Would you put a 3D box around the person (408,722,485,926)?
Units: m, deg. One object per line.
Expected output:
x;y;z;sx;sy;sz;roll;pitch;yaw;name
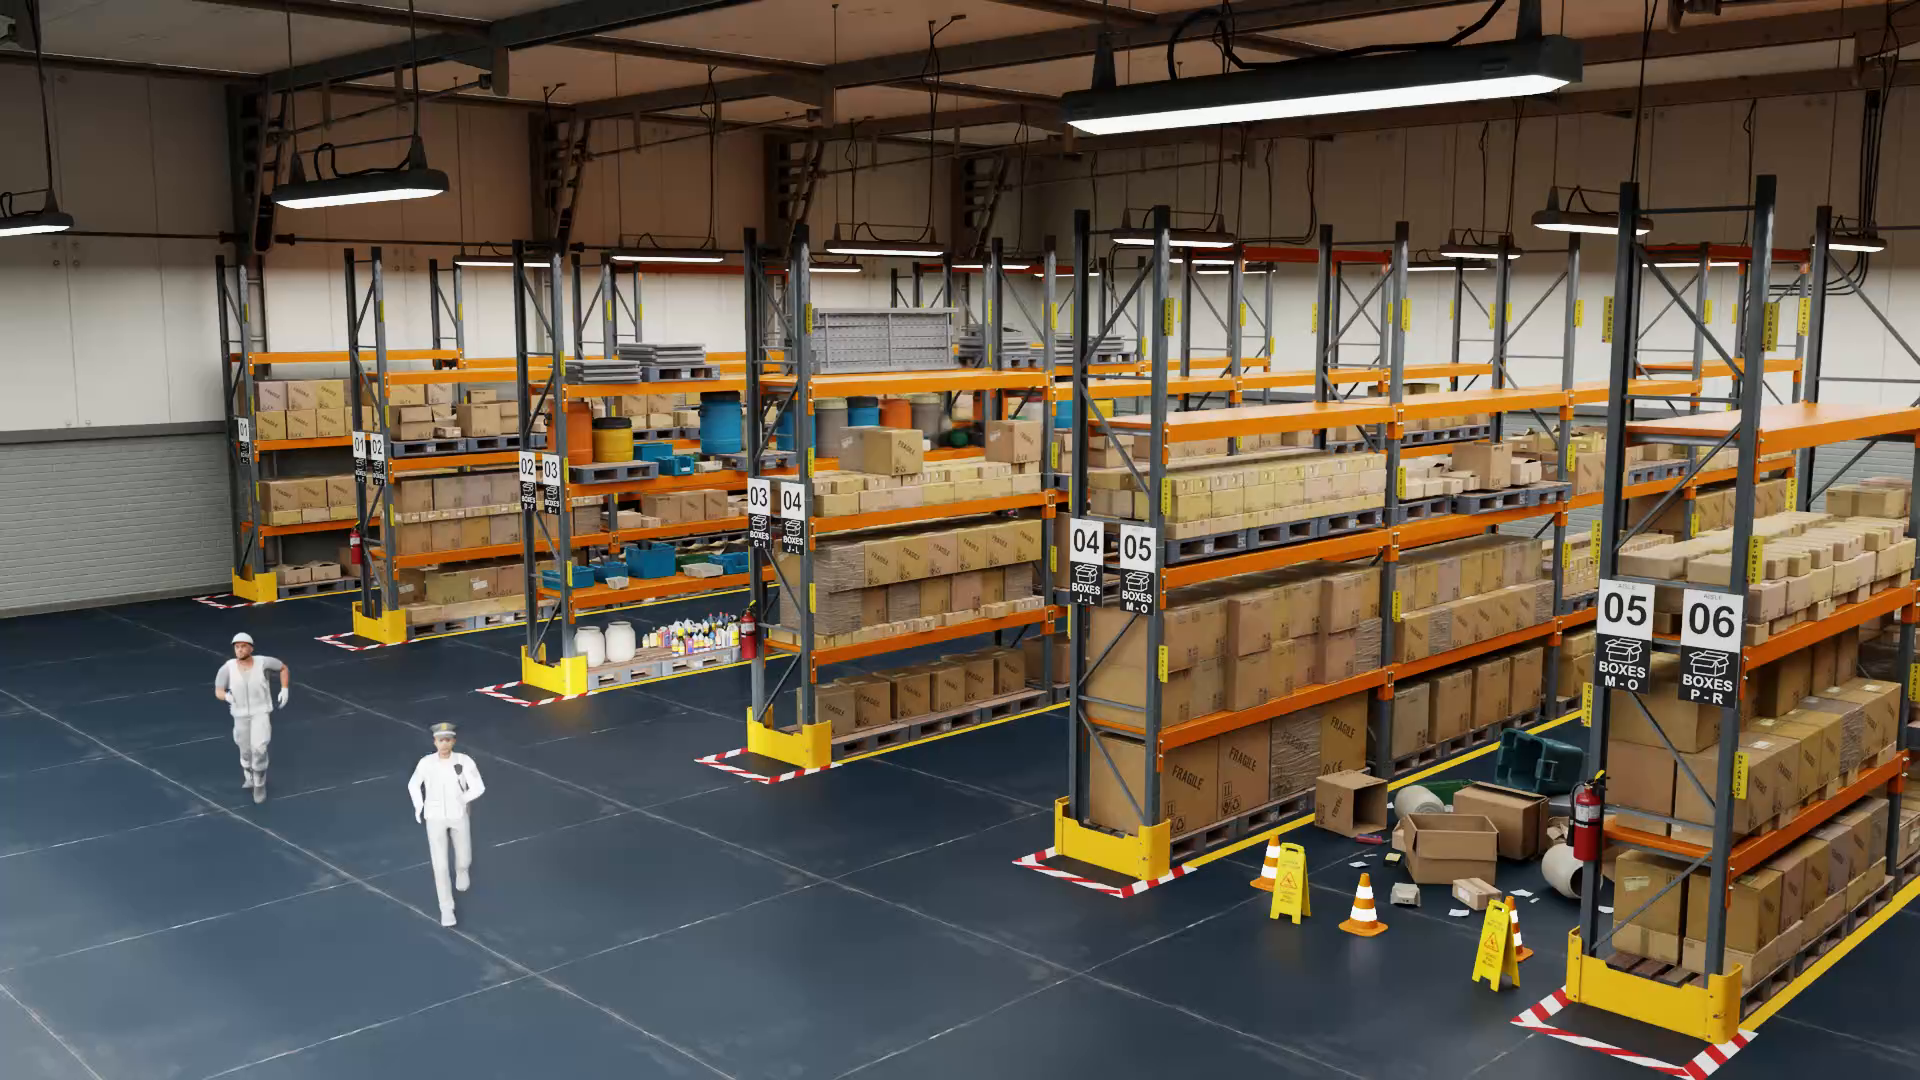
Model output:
-4.350;2.352;14.108;0.626;1.666;0.804;-2;8;-15;person

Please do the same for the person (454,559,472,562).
-8.627;0.291;29.074;0.536;1.568;0.506;7;10;39;person

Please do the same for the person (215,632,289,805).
-7.366;1.836;17.328;0.673;1.795;0.898;-2;8;-12;person
